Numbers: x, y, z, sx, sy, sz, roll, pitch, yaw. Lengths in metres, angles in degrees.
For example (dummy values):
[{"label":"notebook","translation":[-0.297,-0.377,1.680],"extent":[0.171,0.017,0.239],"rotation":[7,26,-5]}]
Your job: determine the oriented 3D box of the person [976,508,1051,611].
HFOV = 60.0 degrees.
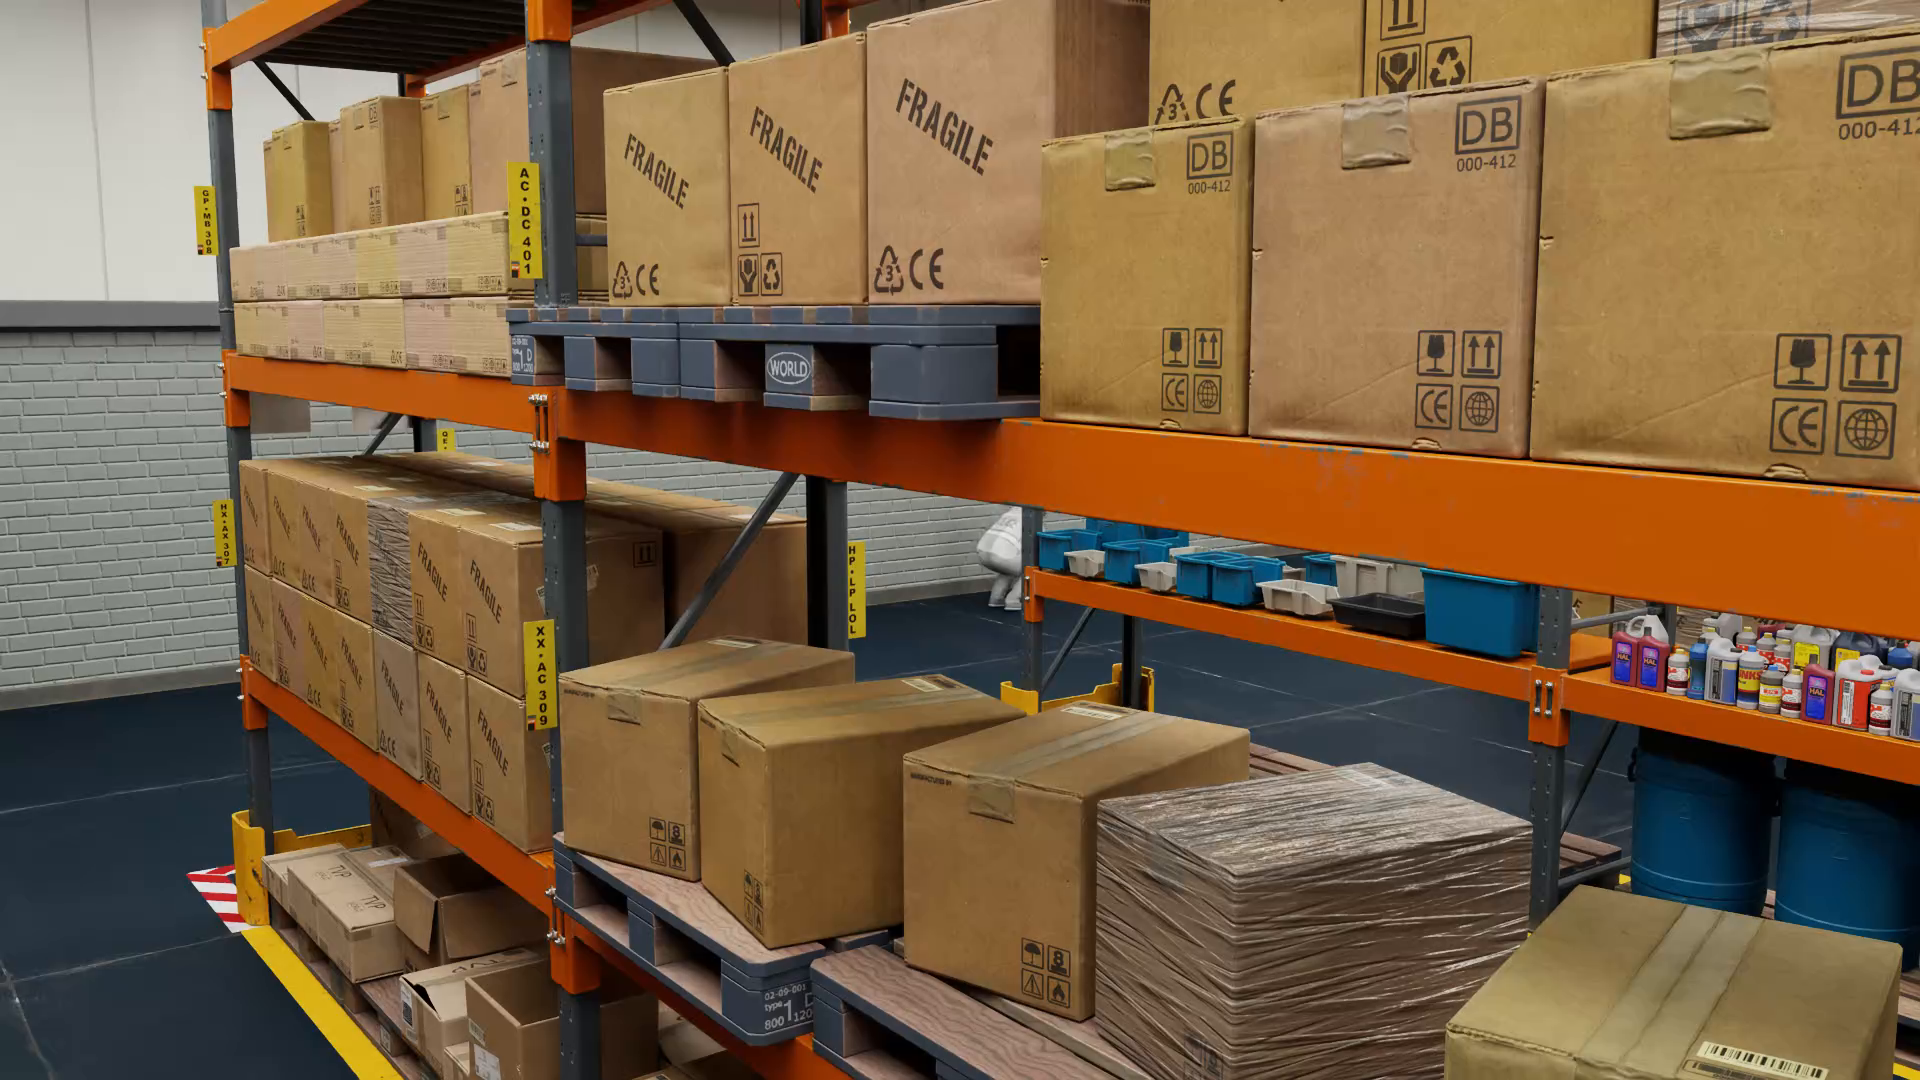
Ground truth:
[{"label":"person","translation":[0.576,0.138,17.127],"extent":[0.912,1.121,0.576],"rotation":[-6,10,-36]}]
